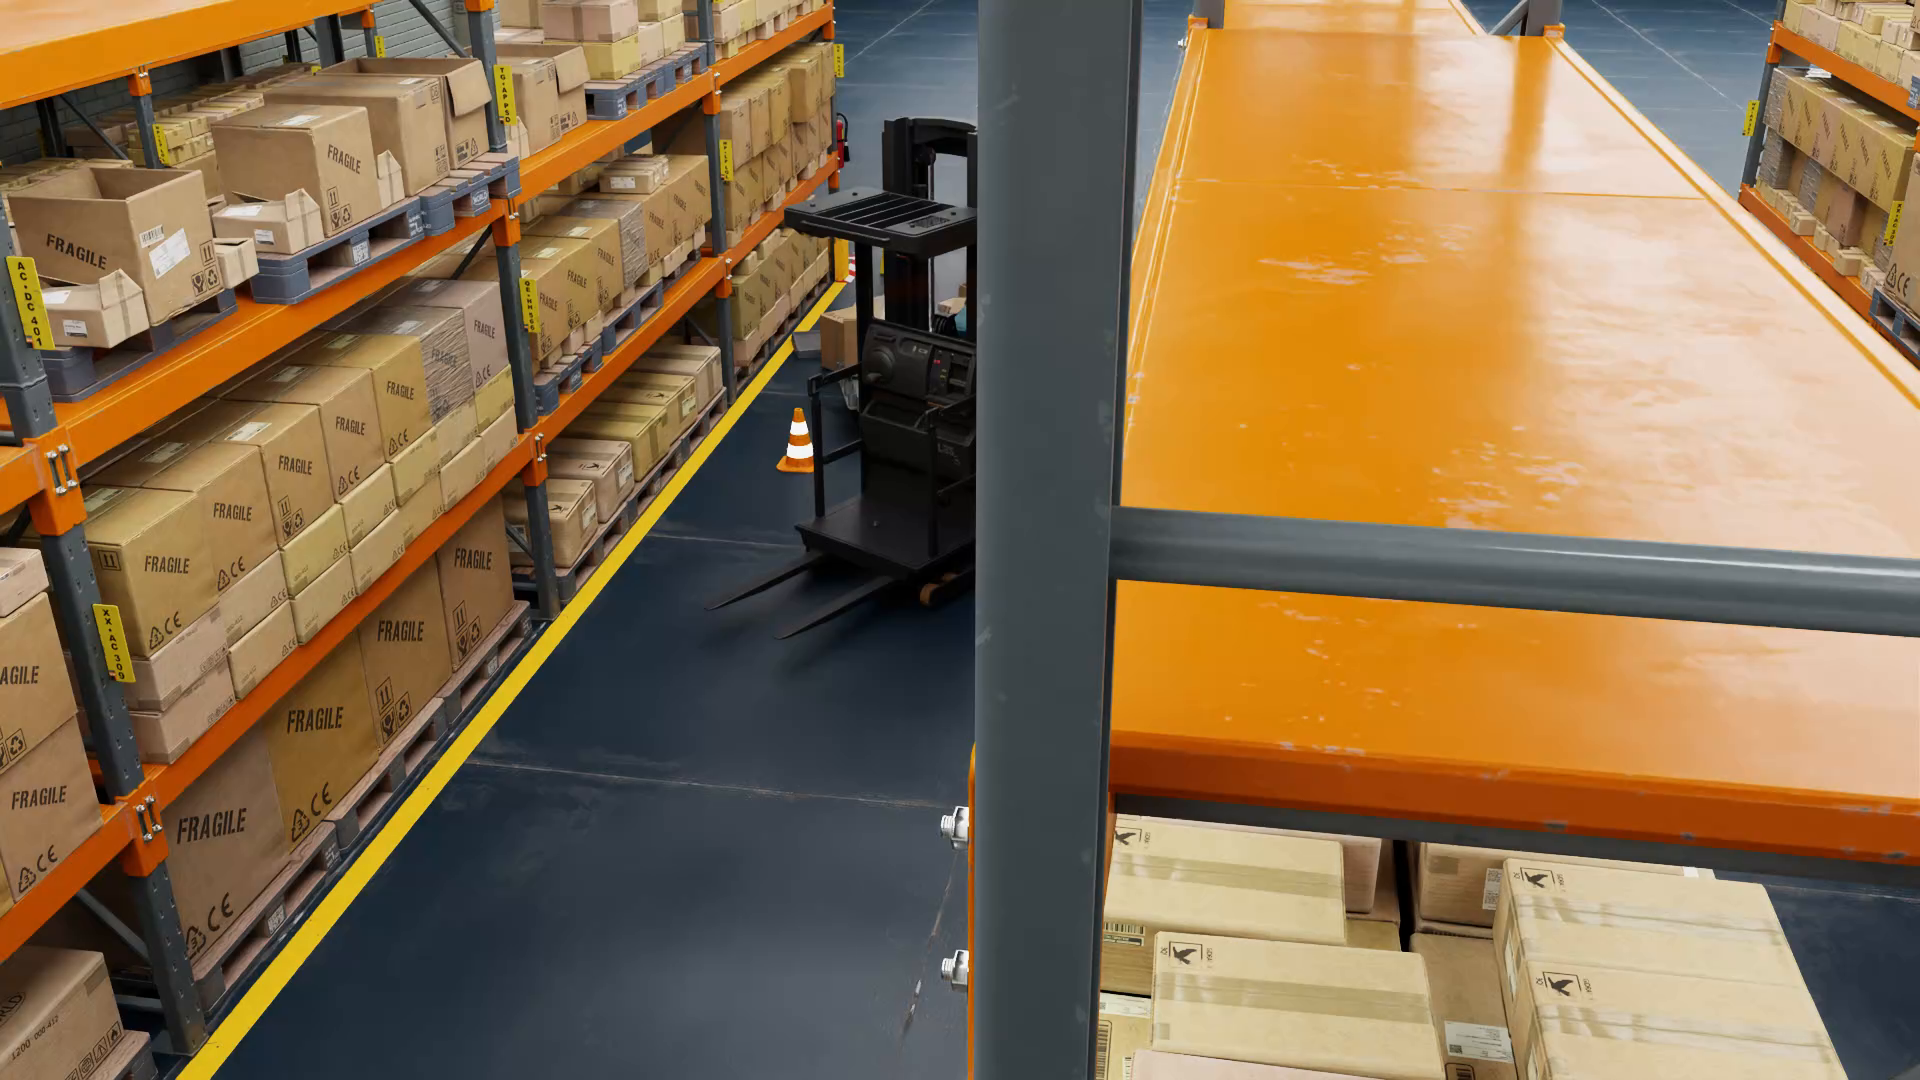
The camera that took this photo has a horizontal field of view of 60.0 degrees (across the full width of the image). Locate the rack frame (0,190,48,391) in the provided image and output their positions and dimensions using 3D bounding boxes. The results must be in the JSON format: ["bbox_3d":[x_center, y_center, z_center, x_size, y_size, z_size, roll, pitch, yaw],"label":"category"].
[{"bbox_3d":[-3.734,-1.936,5.272,1.000,3.000,0.127,4,25,9],"label":"rack frame"}]

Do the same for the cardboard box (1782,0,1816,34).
[{"bbox_3d":[7.671,-4.659,14.803,0.500,0.250,0.500,5,26,10],"label":"cardboard box"}]

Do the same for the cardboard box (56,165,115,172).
[{"bbox_3d":[-7.185,-2.979,13.693,0.380,0.149,0.250,4,25,8],"label":"cardboard box"}]

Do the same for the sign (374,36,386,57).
[{"bbox_3d":[-6.137,-5.169,17.609,0.100,0.325,0.005,4,25,9],"label":"sign"}]

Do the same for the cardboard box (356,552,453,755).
[{"bbox_3d":[-3.425,0.536,9.078,0.875,0.875,0.875,4,25,9],"label":"cardboard box"}]

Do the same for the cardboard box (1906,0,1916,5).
[{"bbox_3d":[8.001,-4.651,13.551,0.500,0.500,0.500,4,25,9],"label":"cardboard box"}]

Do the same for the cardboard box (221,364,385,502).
[{"bbox_3d":[-3.160,-0.523,8.031,0.500,0.500,0.500,4,25,8],"label":"cardboard box"}]

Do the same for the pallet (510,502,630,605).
[{"bbox_3d":[-2.951,0.044,11.407,1.003,0.211,1.213,4,25,9],"label":"pallet"}]

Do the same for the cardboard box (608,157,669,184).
[{"bbox_3d":[-2.379,-2.731,12.318,0.380,0.149,0.250,3,25,7],"label":"cardboard box"}]

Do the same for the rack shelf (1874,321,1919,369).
[{"bbox_3d":[7.024,-0.716,10.591,1.077,0.370,4.000,4,25,9],"label":"rack shelf"}]

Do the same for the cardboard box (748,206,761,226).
[{"bbox_3d":[-1.980,-2.884,14.670,0.380,0.149,0.250,5,26,10],"label":"cardboard box"}]

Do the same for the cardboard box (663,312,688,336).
[{"bbox_3d":[-2.594,-2.116,14.595,0.500,0.500,0.500,4,25,8],"label":"cardboard box"}]

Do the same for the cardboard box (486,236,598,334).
[{"bbox_3d":[-2.700,-1.653,10.779,0.500,0.500,0.500,5,26,11],"label":"cardboard box"}]

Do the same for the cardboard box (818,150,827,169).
[{"bbox_3d":[-1.554,-3.840,16.711,0.380,0.149,0.250,4,25,8],"label":"cardboard box"}]

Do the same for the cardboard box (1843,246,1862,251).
[{"bbox_3d":[7.348,-2.287,13.394,0.380,0.149,0.250,4,25,9],"label":"cardboard box"}]

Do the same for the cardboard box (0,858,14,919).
[{"bbox_3d":[-3.636,1.163,5.610,0.500,0.500,0.500,3,25,7],"label":"cardboard box"}]

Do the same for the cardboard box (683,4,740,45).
[{"bbox_3d":[-2.084,-4.156,13.378,0.500,0.250,0.500,3,25,7],"label":"cardboard box"}]

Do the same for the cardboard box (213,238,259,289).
[{"bbox_3d":[-3.182,-1.167,6.947,0.380,0.166,0.250,2,25,5],"label":"cardboard box"}]

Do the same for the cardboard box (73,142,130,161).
[{"bbox_3d":[-7.525,-3.399,14.590,0.380,0.149,0.250,4,25,8],"label":"cardboard box"}]

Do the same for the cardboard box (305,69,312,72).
[{"bbox_3d":[-6.530,-4.785,17.200,0.380,0.149,0.250,4,25,9],"label":"cardboard box"}]

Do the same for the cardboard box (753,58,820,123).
[{"bbox_3d":[-1.713,-4.211,15.559,0.700,0.500,0.500,4,25,8],"label":"cardboard box"}]

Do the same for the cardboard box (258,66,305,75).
[{"bbox_3d":[-7.041,-4.822,17.279,0.380,0.149,0.250,5,26,10],"label":"cardboard box"}]

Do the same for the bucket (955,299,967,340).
[{"bbox_3d":[0.222,-1.687,13.884,0.726,0.611,0.620,13,38,26],"label":"bucket"}]

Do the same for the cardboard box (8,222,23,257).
[{"bbox_3d":[-3.797,-1.111,6.657,0.500,0.311,0.500,4,25,9],"label":"cardboard box"}]

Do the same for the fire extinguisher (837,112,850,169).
[{"bbox_3d":[-1.299,-4.219,17.317,0.296,0.674,0.183,4,25,9],"label":"fire extinguisher"}]

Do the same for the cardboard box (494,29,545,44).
[{"bbox_3d":[-3.060,-3.405,11.630,0.500,0.250,0.500,4,25,8],"label":"cardboard box"}]

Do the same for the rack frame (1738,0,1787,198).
[{"bbox_3d":[8.004,-3.552,15.799,1.000,3.000,0.127,4,25,9],"label":"rack frame"}]

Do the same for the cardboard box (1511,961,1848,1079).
[{"bbox_3d":[0.966,0.723,2.245,0.380,0.149,0.250,4,25,8],"label":"cardboard box"}]

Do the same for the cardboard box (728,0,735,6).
[{"bbox_3d":[-2.039,-4.391,13.410,0.380,0.149,0.250,5,26,10],"label":"cardboard box"}]

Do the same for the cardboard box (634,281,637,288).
[{"bbox_3d":[-2.563,-1.879,12.026,0.380,0.149,0.250,3,25,7],"label":"cardboard box"}]

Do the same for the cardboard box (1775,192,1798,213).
[{"bbox_3d":[7.587,-3.022,14.965,0.380,0.149,0.250,4,25,9],"label":"cardboard box"}]

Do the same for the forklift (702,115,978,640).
[{"bbox_3d":[-0.395,-1.120,10.685,1.130,2.935,3.031,19,31,35],"label":"forklift"}]

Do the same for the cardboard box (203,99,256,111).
[{"bbox_3d":[-6.847,-4.038,15.605,0.380,0.149,0.250,4,25,8],"label":"cardboard box"}]

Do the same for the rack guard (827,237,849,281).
[{"bbox_3d":[-1.785,-3.074,17.728,1.175,0.500,0.348,4,25,9],"label":"rack guard"}]

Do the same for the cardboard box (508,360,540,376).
[{"bbox_3d":[-2.843,-1.092,10.345,0.380,0.149,0.250,3,25,5],"label":"cardboard box"}]

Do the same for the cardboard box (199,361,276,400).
[{"bbox_3d":[-3.659,-0.567,8.125,0.500,0.500,0.500,4,25,9],"label":"cardboard box"}]

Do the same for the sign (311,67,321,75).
[{"bbox_3d":[-3.615,-2.523,9.455,0.100,0.325,0.005,4,25,9],"label":"sign"}]

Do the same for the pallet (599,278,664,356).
[{"bbox_3d":[-2.797,-1.636,11.934,1.003,0.211,1.213,4,25,9],"label":"pallet"}]

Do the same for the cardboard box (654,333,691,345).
[{"bbox_3d":[-2.595,-1.776,14.754,0.500,0.250,0.500,5,26,11],"label":"cardboard box"}]

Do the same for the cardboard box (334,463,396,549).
[{"bbox_3d":[-3.137,-0.183,8.190,0.500,0.250,0.500,3,25,7],"label":"cardboard box"}]

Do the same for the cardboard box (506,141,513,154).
[{"bbox_3d":[-2.861,-2.257,9.792,0.380,0.149,0.250,4,25,9],"label":"cardboard box"}]

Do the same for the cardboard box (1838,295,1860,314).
[{"bbox_3d":[7.701,-1.837,14.589,0.500,0.500,0.500,6,26,13],"label":"cardboard box"}]

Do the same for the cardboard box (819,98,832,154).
[{"bbox_3d":[-1.589,-4.172,16.656,0.500,0.500,0.500,4,25,8],"label":"cardboard box"}]

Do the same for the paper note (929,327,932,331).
[{"bbox_3d":[-0.250,-2.010,16.022,0.148,0.019,0.142,13,28,26],"label":"paper note"}]

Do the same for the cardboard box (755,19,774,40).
[{"bbox_3d":[-1.836,-4.456,14.491,0.380,0.149,0.250,4,25,7],"label":"cardboard box"}]

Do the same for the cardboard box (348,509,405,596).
[{"bbox_3d":[-3.128,0.045,8.293,0.500,0.250,0.500,4,25,8],"label":"cardboard box"}]

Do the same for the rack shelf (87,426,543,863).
[{"bbox_3d":[-3.407,0.270,8.484,1.077,0.370,4.000,4,25,9],"label":"rack shelf"}]

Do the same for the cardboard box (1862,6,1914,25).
[{"bbox_3d":[7.460,-4.164,13.276,0.380,0.149,0.250,3,25,7],"label":"cardboard box"}]

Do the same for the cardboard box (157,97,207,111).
[{"bbox_3d":[-7.329,-4.069,15.671,0.380,0.149,0.250,4,25,8],"label":"cardboard box"}]

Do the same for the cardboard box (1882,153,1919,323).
[{"bbox_3d":[7.083,-2.018,11.320,1.000,1.000,1.000,4,25,9],"label":"cardboard box"}]

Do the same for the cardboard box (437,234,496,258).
[{"bbox_3d":[-3.206,-1.689,10.856,0.500,0.500,0.500,4,25,8],"label":"cardboard box"}]

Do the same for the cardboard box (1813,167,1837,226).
[{"bbox_3d":[7.706,-2.872,13.878,0.875,0.500,0.500,4,25,9],"label":"cardboard box"}]

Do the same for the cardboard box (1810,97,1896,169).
[{"bbox_3d":[7.401,-3.346,13.712,0.500,0.500,0.500,4,25,9],"label":"cardboard box"}]
